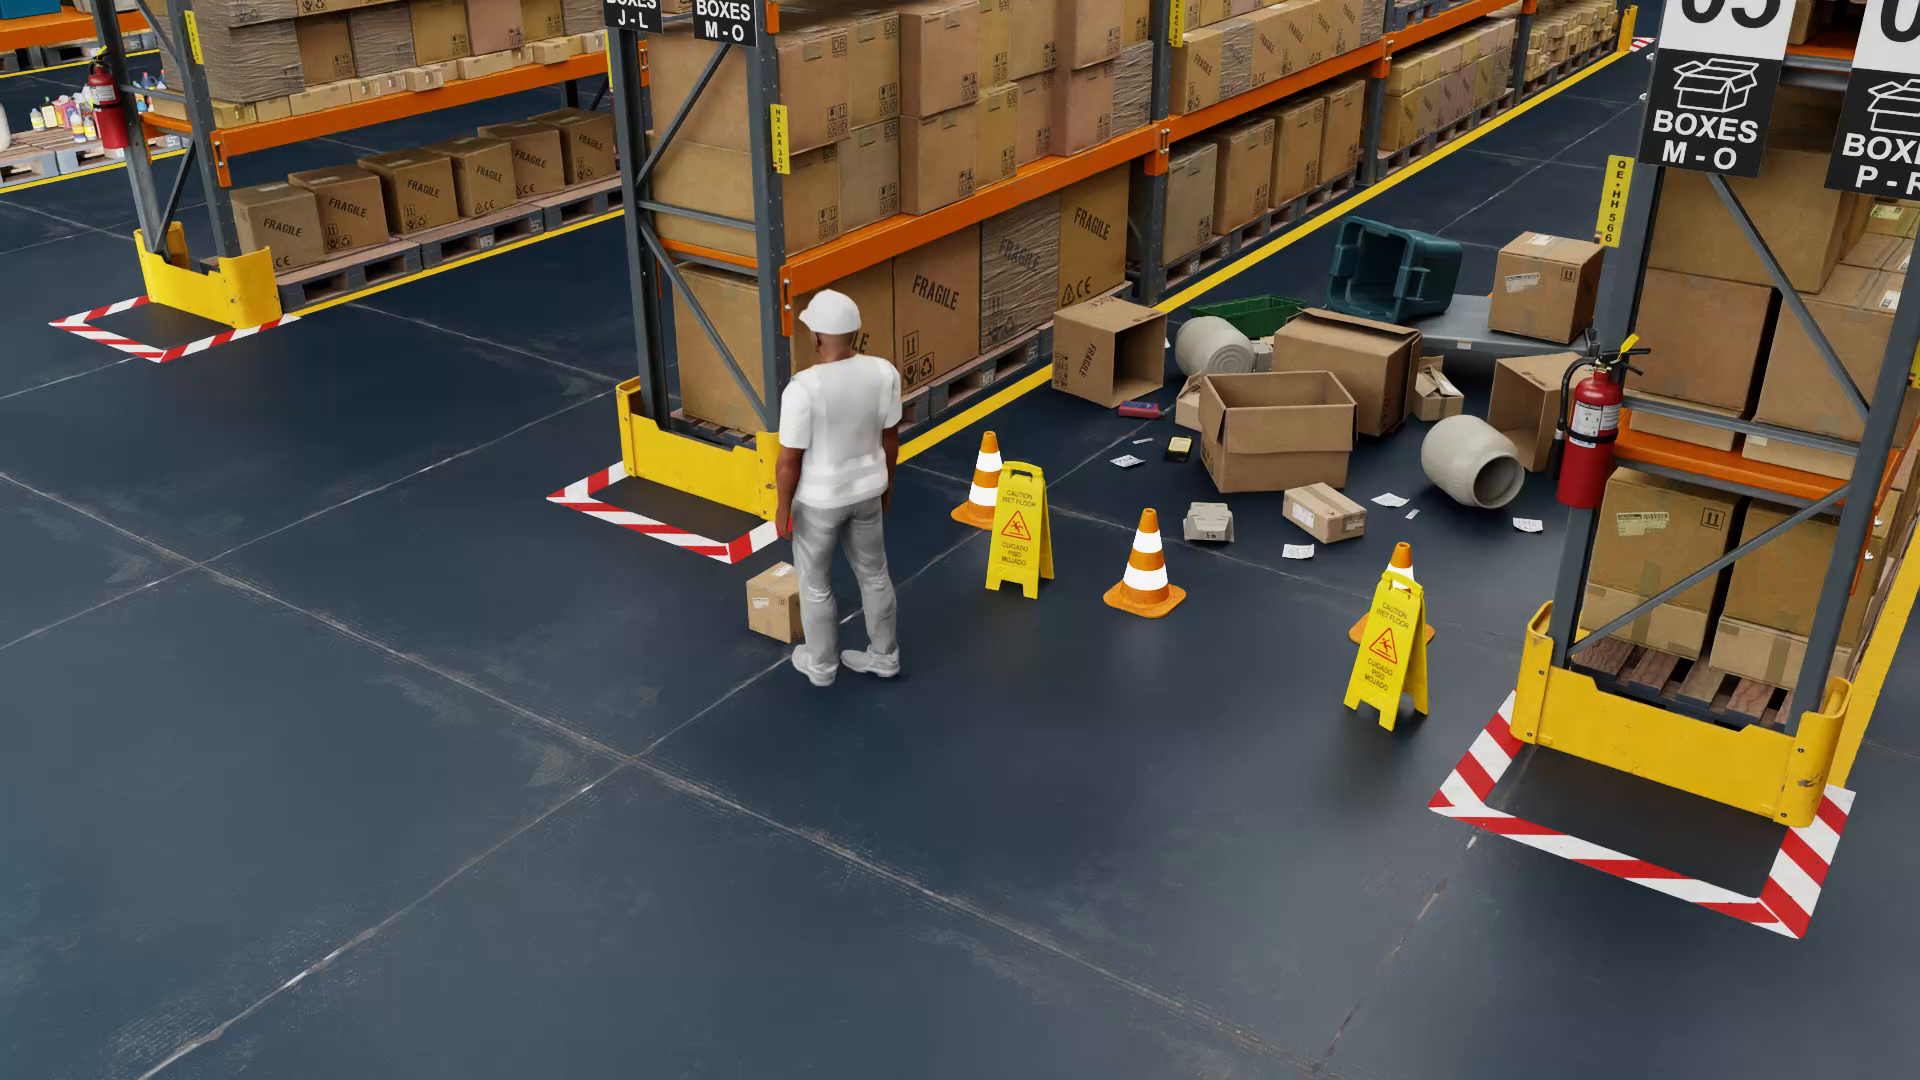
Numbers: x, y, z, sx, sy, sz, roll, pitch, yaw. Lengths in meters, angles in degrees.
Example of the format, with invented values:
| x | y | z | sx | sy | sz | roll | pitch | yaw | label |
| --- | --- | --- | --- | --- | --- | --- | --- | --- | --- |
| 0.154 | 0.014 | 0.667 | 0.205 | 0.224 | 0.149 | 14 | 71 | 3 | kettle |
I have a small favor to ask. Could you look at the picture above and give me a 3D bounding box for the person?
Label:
| x | y | z | sx | sy | sz | roll | pitch | yaw | label |
| --- | --- | --- | --- | --- | --- | --- | --- | --- | --- |
| -0.531 | -0.201 | 7.006 | 0.568 | 1.777 | 0.426 | -17 | 32 | -31 | person |
